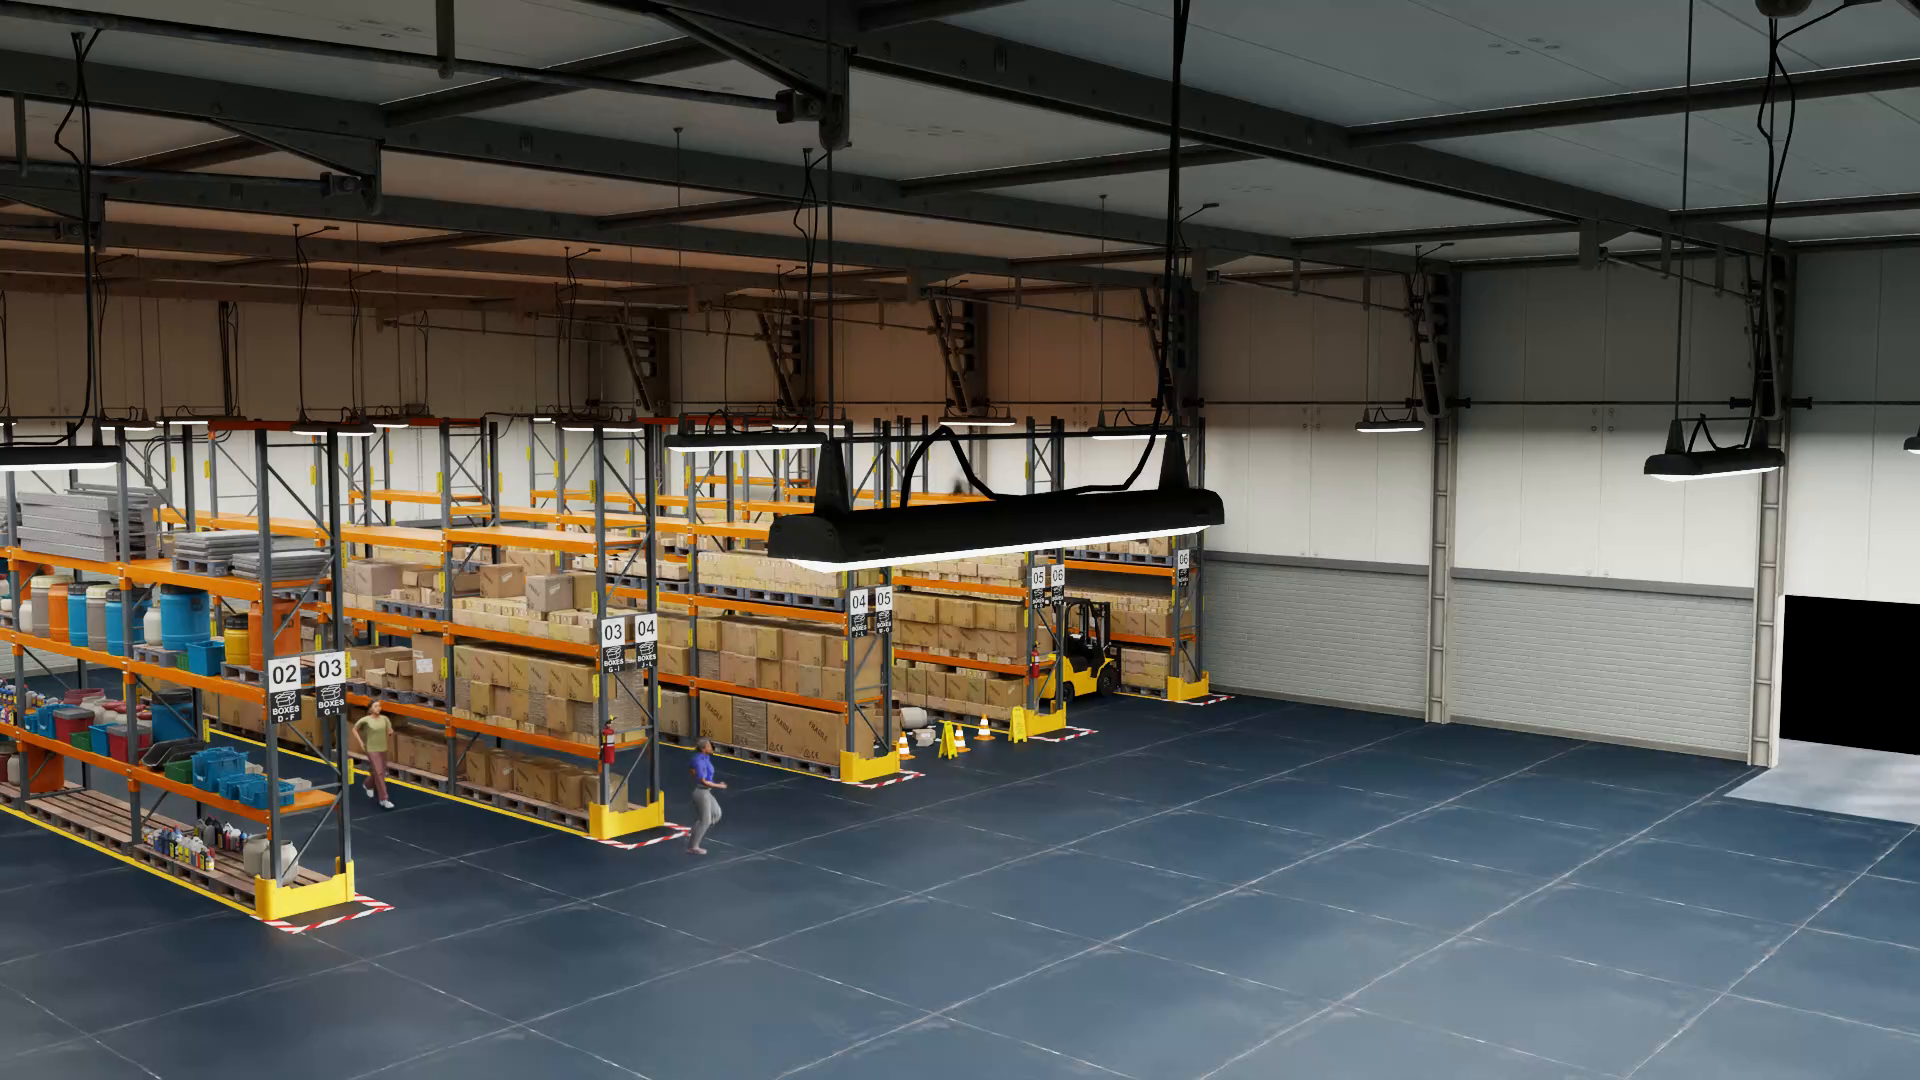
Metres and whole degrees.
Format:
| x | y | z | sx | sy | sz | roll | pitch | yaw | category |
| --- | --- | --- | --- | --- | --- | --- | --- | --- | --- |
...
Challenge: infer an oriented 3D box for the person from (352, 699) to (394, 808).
| x | y | z | sx | sy | sz | roll | pitch | yaw | category |
| --- | --- | --- | --- | --- | --- | --- | --- | --- | --- |
| -9.144 | 3.307 | 26.057 | 0.969 | 1.655 | 0.574 | 4 | 6 | 38 | person |

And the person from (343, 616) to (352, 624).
| x | y | z | sx | sy | sz | roll | pitch | yaw | category |
| --- | --- | --- | --- | --- | --- | --- | --- | --- | --- |
| -14.538 | 2.248 | 39.481 | 0.617 | 1.723 | 0.750 | 2 | 5 | 19 | person |

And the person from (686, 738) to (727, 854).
| x | y | z | sx | sy | sz | roll | pitch | yaw | category |
| --- | --- | --- | --- | --- | --- | --- | --- | --- | --- |
| -3.565 | 3.583 | 23.383 | 0.592 | 1.621 | 0.613 | -1 | 5 | -8 | person |
